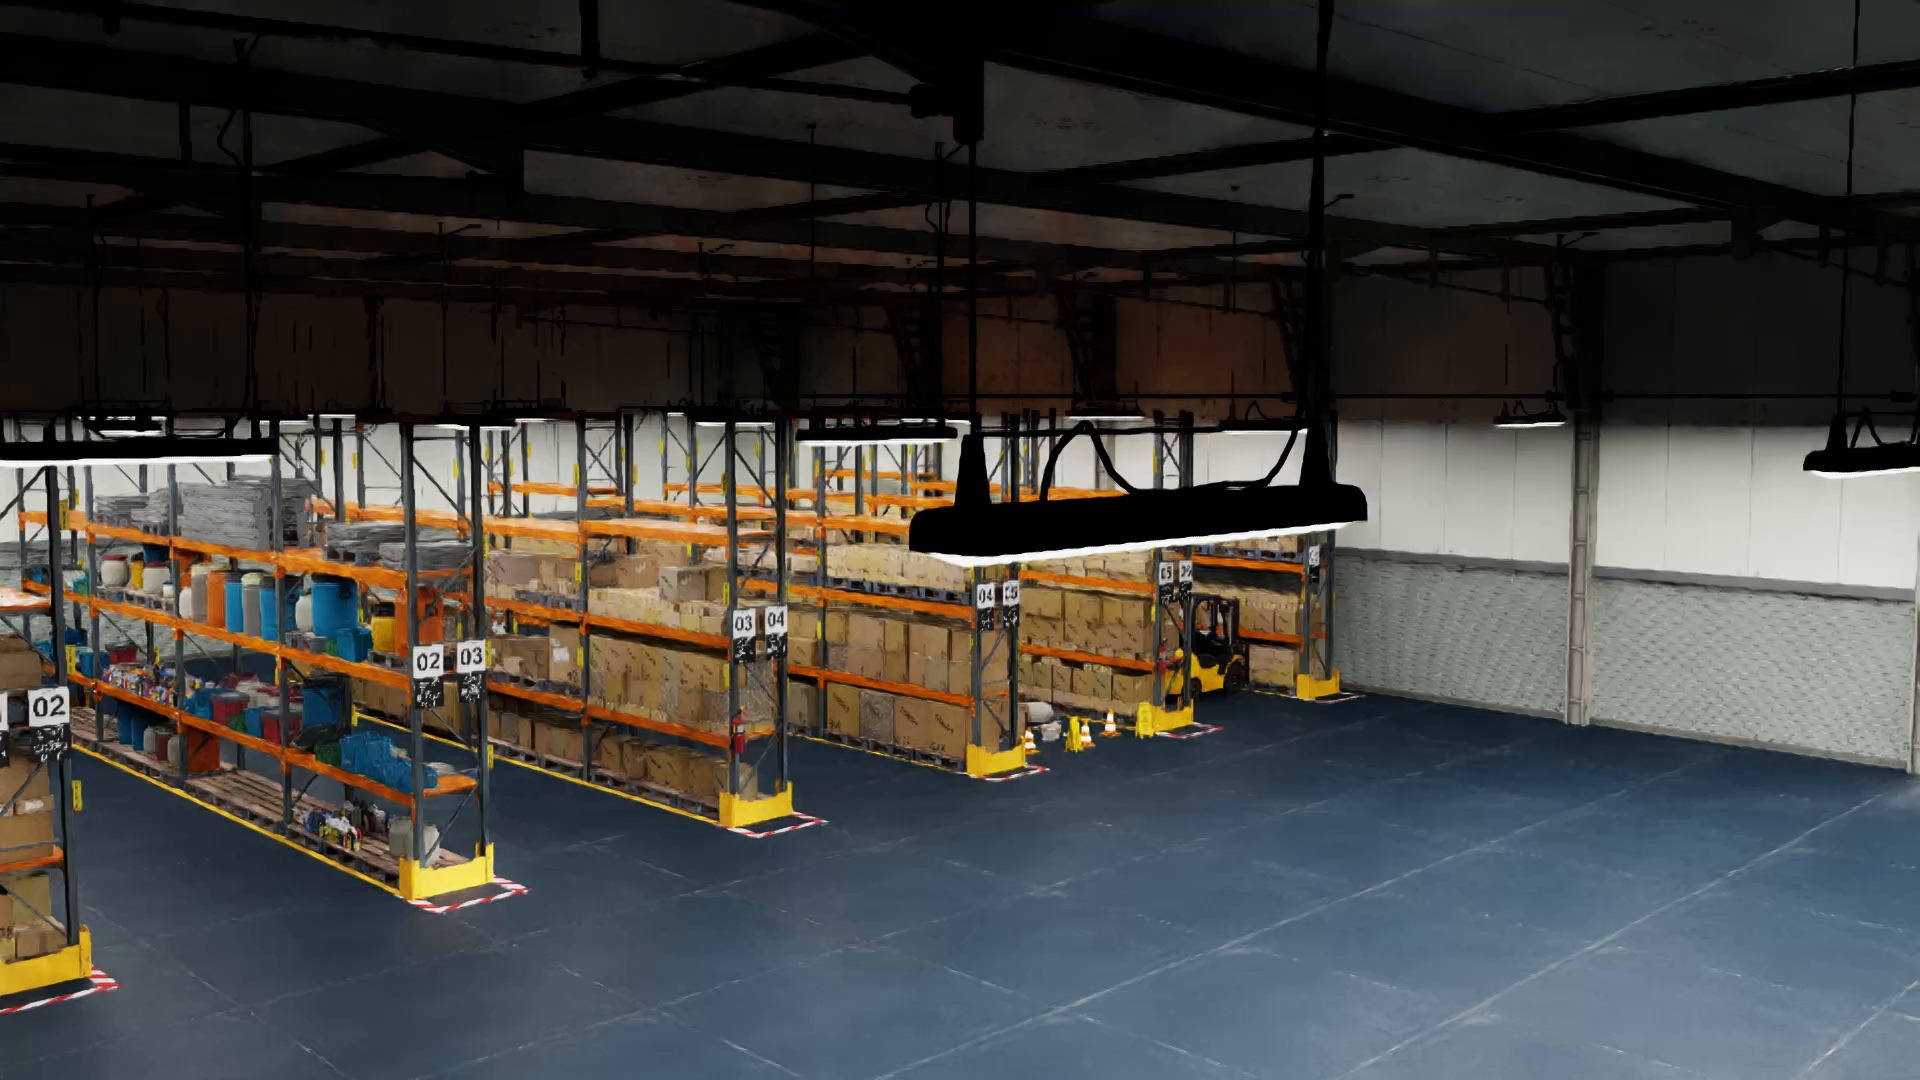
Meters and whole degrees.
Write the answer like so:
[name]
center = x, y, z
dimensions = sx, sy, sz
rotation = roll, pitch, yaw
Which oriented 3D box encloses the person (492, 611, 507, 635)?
[person]
center = -10.198, 2.357, 36.637
dimensions = 0.582, 1.611, 0.625
rotation = 5, 7, 43
